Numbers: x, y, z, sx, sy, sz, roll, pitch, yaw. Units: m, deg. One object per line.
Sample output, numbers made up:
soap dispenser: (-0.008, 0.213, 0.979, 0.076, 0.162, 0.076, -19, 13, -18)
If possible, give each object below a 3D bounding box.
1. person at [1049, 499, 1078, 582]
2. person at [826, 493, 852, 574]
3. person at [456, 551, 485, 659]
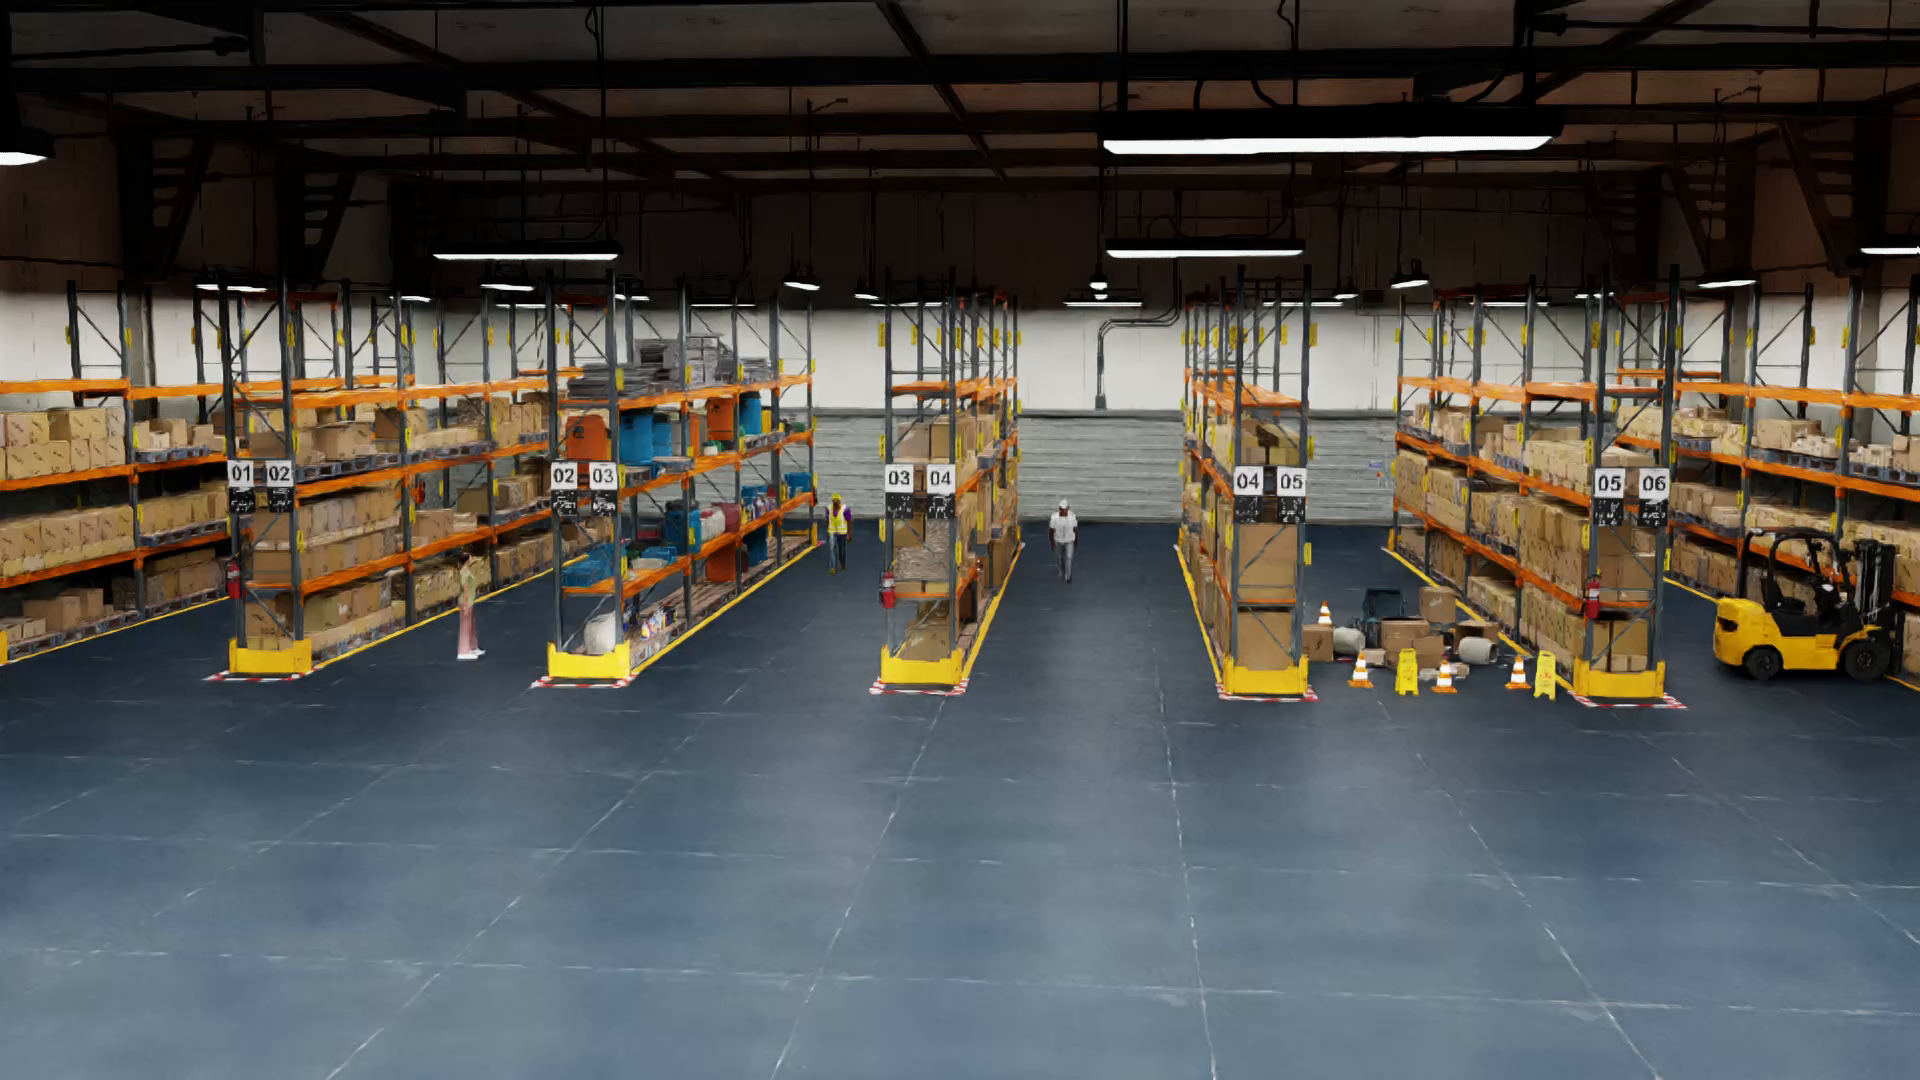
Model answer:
person: (2.129, -0.009, 34.303, 0.577, 1.691, 1.121, 1, 7, 8)
person: (-2.603, -0.164, 35.571, 0.584, 1.716, 1.040, 0, 7, 4)
person: (-7.683, 1.003, 26.037, 0.428, 1.677, 0.508, -2, 7, -19)
